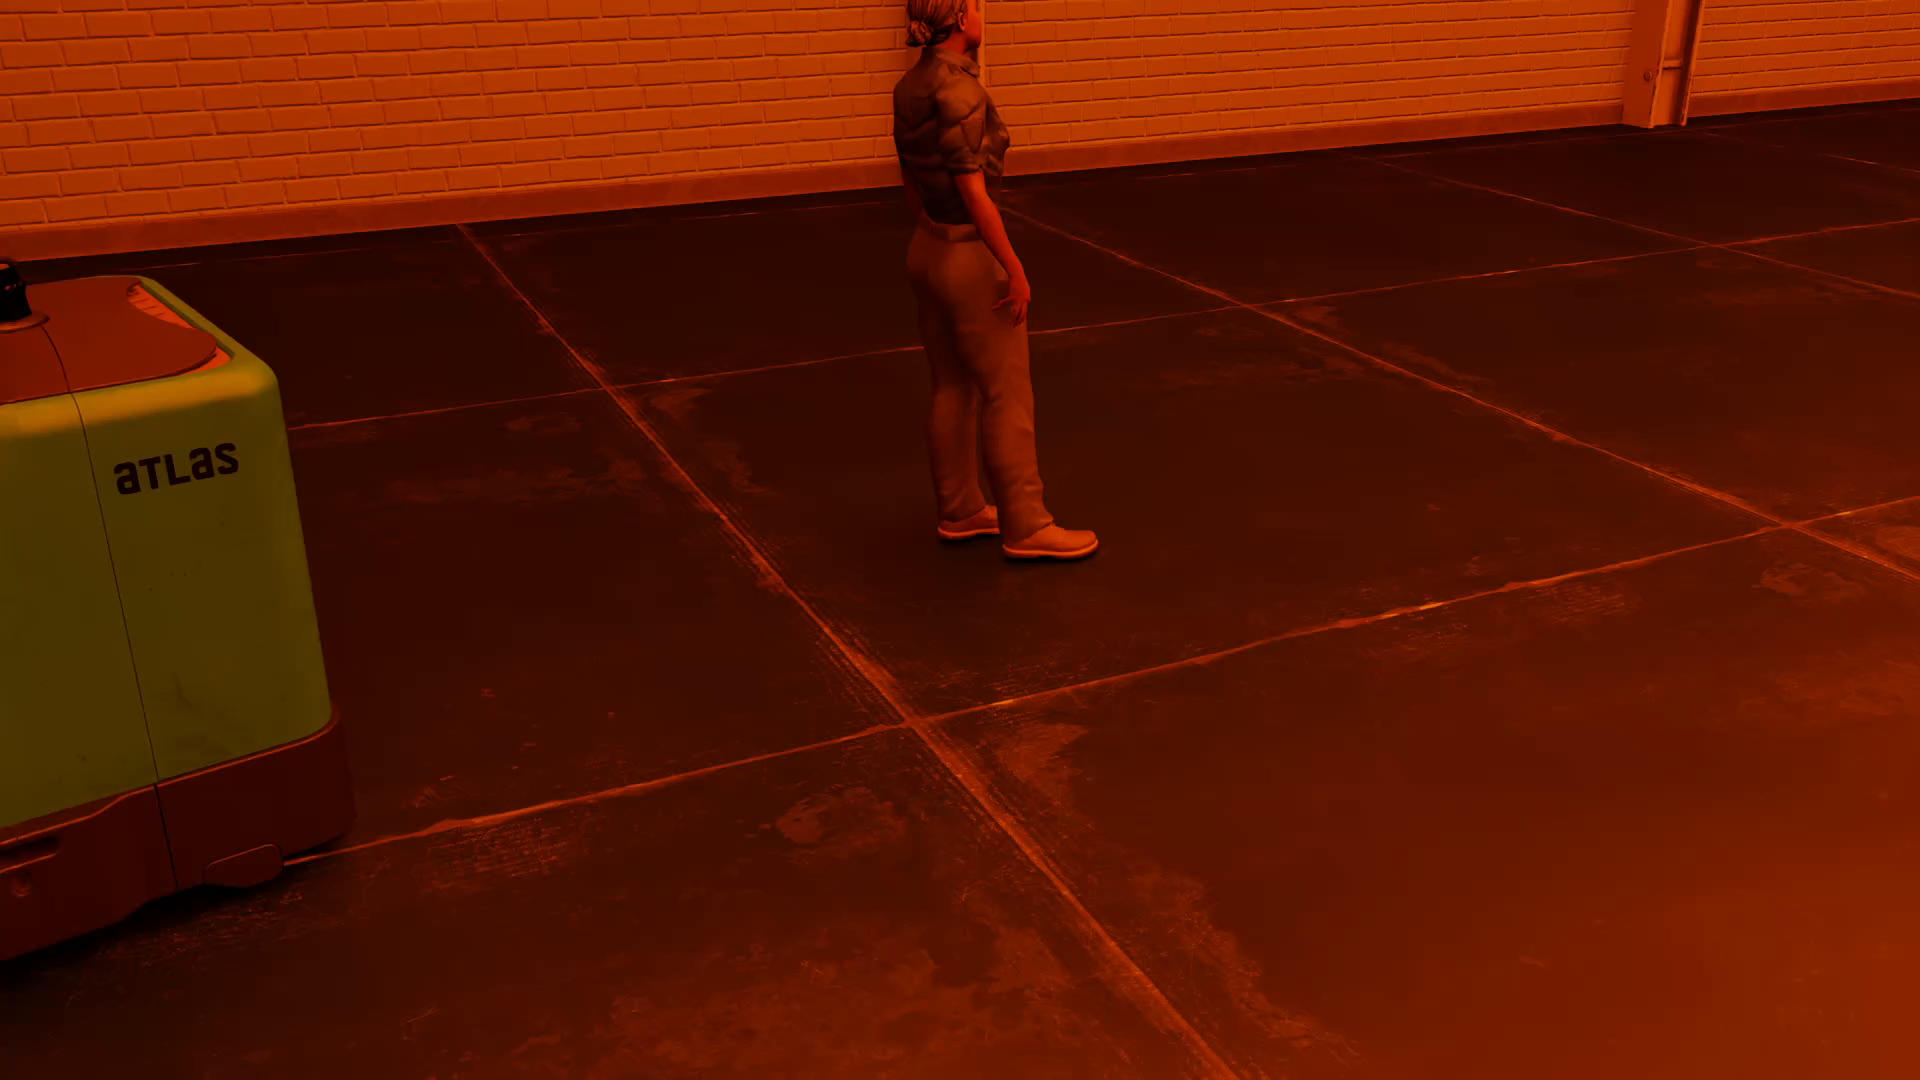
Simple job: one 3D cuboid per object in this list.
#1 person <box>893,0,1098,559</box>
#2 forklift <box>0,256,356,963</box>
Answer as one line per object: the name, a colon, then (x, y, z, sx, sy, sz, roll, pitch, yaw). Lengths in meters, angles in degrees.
person: (0.088, -0.778, 4.805, 0.503, 1.656, 0.570, -10, 25, -23)
forklift: (-2.752, -0.491, 2.468, 3.031, 2.935, 1.130, -16, 28, -34)
